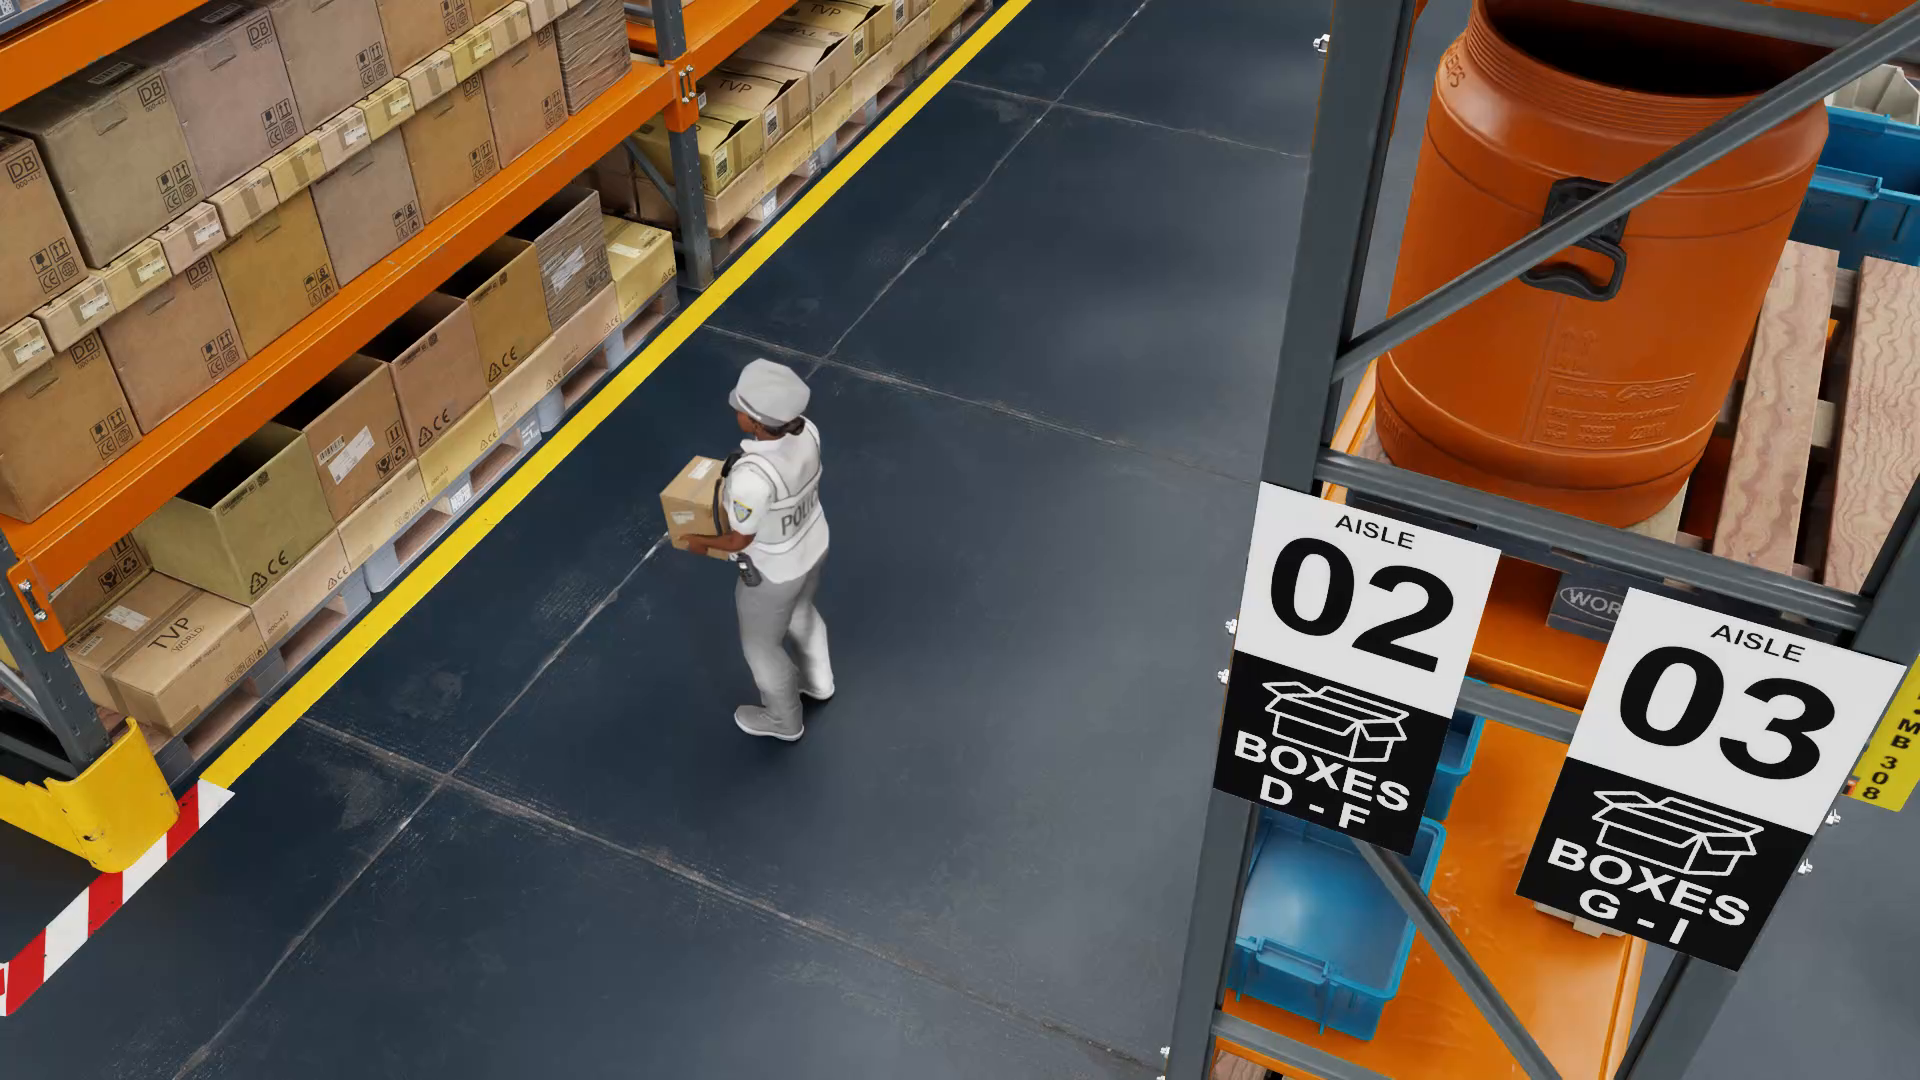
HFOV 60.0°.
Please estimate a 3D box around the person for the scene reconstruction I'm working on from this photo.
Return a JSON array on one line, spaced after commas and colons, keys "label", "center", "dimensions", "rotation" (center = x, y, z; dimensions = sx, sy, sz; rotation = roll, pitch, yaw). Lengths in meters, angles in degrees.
[{"label": "person", "center": [-0.740, 0.036, 6.104], "dimensions": [0.508, 1.681, 0.464], "rotation": [17, 45, 18]}]
